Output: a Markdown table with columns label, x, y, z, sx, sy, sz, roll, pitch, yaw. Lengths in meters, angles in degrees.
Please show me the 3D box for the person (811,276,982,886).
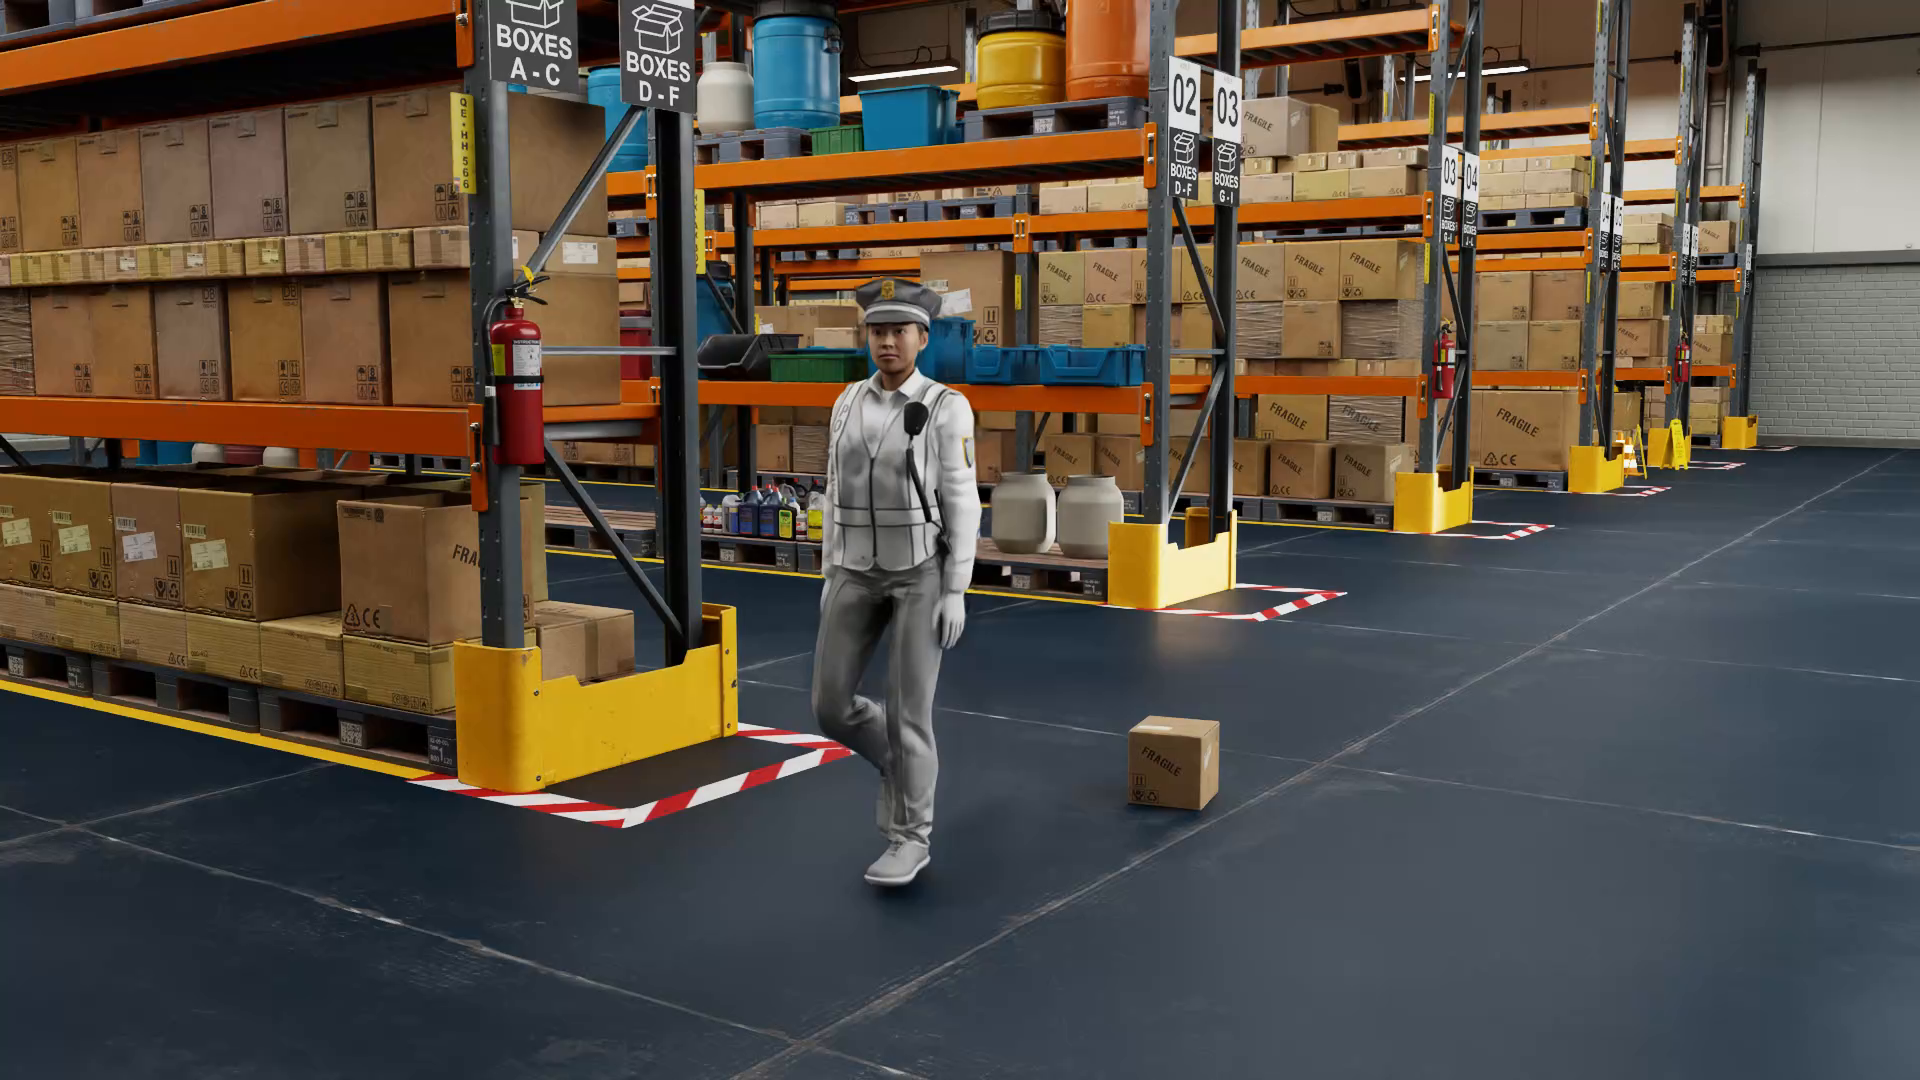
| label | x | y | z | sx | sy | sz | roll | pitch | yaw |
| --- | --- | --- | --- | --- | --- | --- | --- | --- | --- |
| person | -0.167 | 0.103 | 4.730 | 0.503 | 1.677 | 0.504 | 3 | 7 | 23 |
